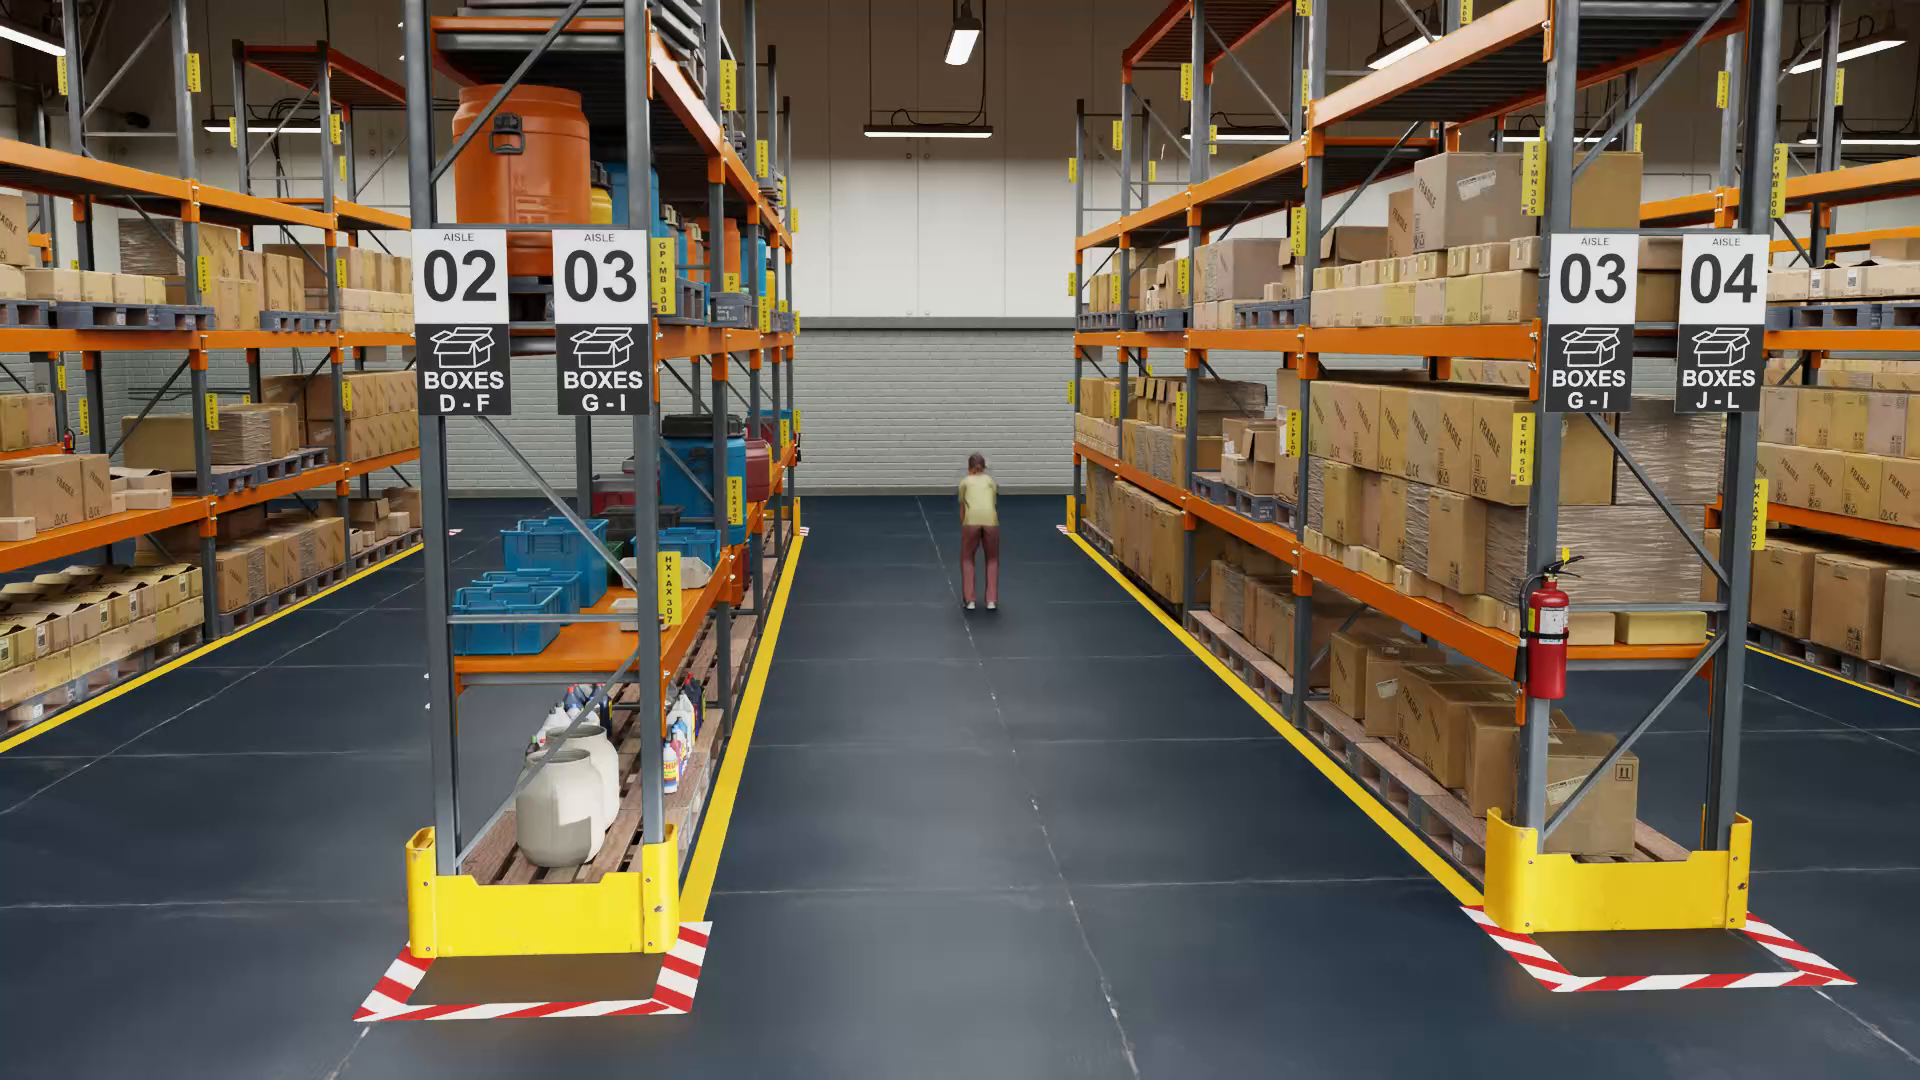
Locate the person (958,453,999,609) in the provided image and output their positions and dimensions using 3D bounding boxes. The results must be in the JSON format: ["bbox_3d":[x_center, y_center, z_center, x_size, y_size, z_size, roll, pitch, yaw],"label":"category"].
[{"bbox_3d":[0.190,-0.096,17.002,0.412,1.571,0.582,-1,7,-5],"label":"person"}]
